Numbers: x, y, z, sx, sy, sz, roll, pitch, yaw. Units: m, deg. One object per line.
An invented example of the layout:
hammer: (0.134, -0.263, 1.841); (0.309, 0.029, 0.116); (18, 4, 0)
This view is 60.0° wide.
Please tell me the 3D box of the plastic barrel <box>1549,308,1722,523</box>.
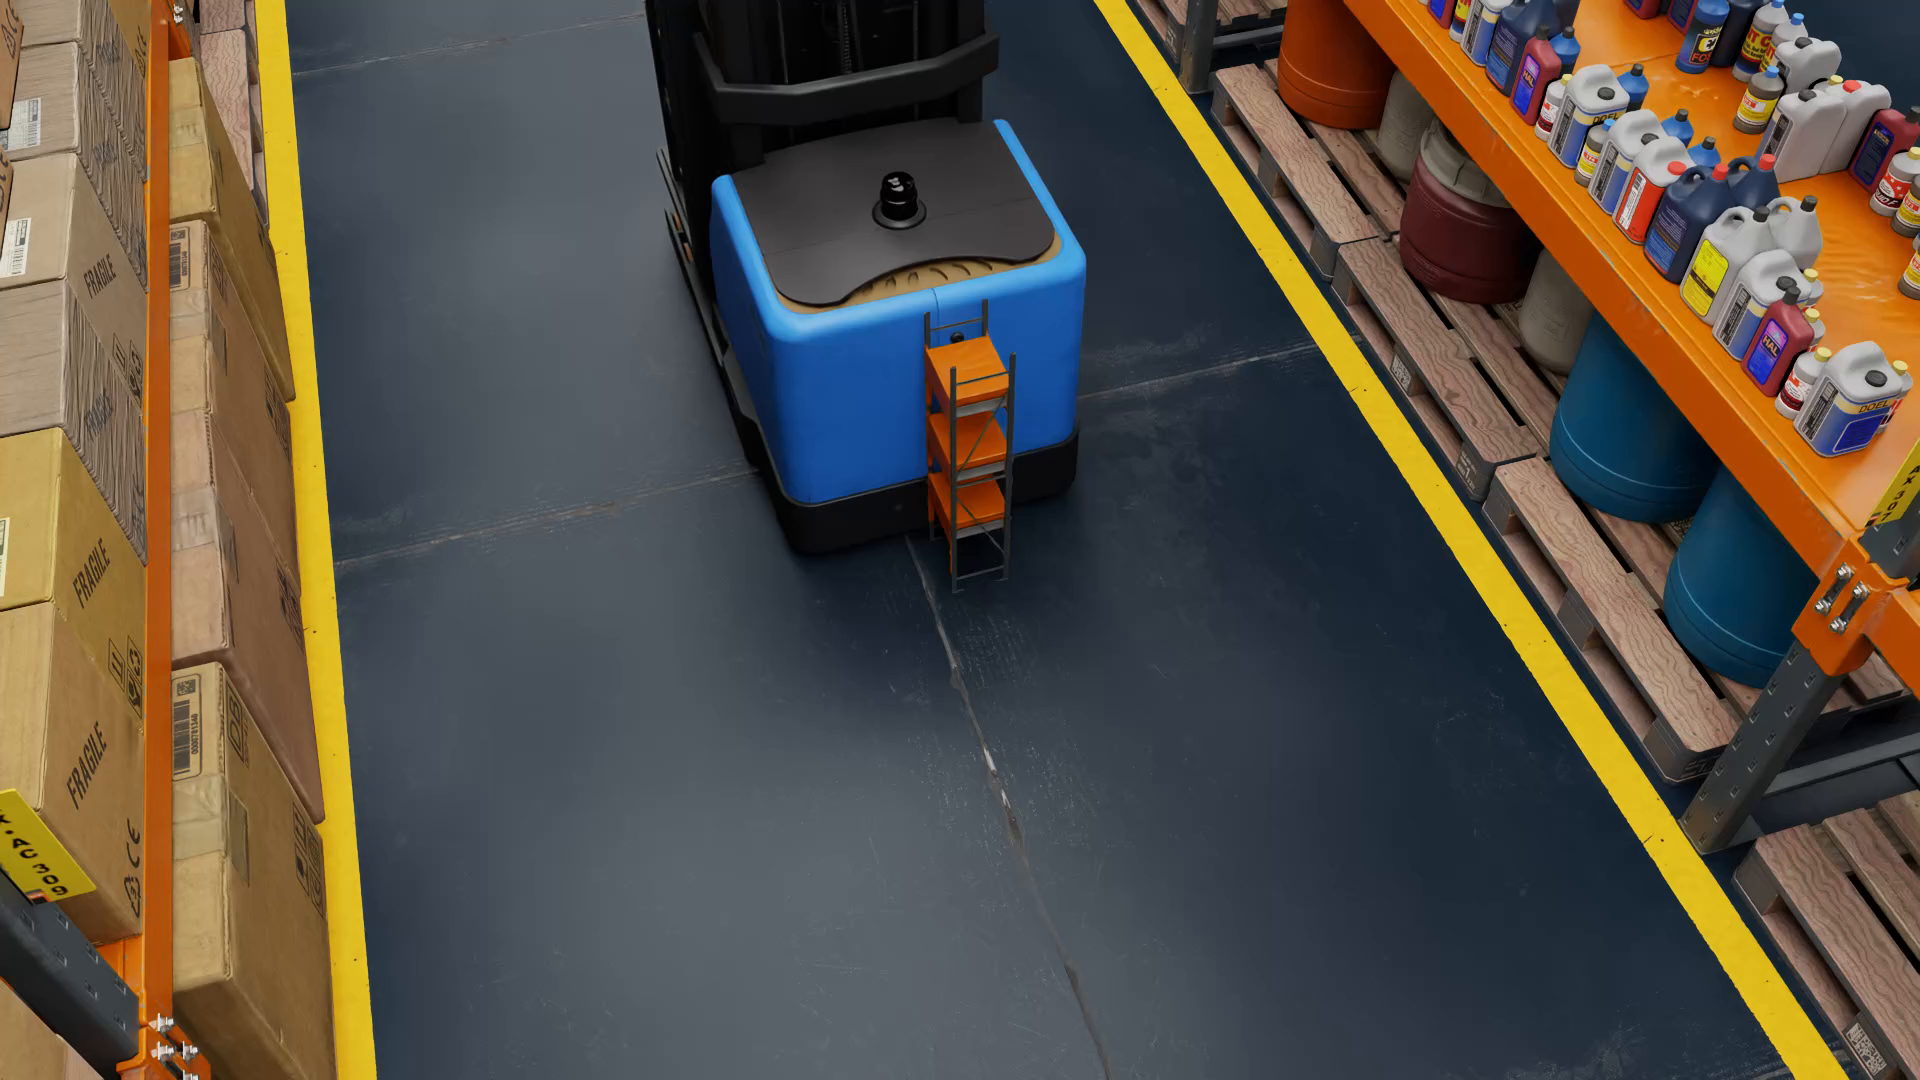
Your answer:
plastic barrel: (2.308, -0.557, 5.355); (0.600, 0.901, 0.708); (-13, 51, -11)

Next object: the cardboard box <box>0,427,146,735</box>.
cardboard box: (-2.117, 0.149, 3.597); (0.500, 0.500, 0.500); (-13, 51, -11)

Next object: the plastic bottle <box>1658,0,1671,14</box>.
plastic bottle: (2.351, -1.925, 5.444); (0.144, 0.351, 0.185); (-13, 51, -11)

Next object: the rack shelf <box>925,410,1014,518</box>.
rack shelf: (0.028, -0.264, 5.300); (0.215, 0.259, 0.240); (-14, 51, -12)

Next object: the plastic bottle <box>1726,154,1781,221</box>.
plastic bottle: (2.160, -0.928, 4.603); (0.144, 0.351, 0.185); (-13, 51, -11)

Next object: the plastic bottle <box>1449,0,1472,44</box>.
plastic bottle: (1.648, -1.736, 5.336); (0.097, 0.271, 0.097); (0, 50, 0)

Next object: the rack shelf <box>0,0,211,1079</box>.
rack shelf: (-2.661, -0.288, 4.502); (1.077, 0.370, 4.000); (-13, 51, -11)

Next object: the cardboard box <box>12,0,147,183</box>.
cardboard box: (-2.728, -1.343, 4.855); (0.500, 0.500, 0.500); (-14, 51, -11)

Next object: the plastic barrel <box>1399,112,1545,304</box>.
plastic barrel: (1.974, -1.281, 6.170); (0.600, 0.588, 0.708); (-13, 51, -11)

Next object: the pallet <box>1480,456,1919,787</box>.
pallet: (2.473, 0.146, 5.488); (1.003, 0.211, 1.213); (-13, 51, -11)

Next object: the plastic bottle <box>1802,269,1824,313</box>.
plastic bottle: (2.242, -0.639, 4.456); (0.097, 0.201, 0.097); (0, 50, 0)

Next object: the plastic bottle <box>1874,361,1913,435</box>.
plastic bottle: (2.350, -0.372, 4.232); (0.097, 0.201, 0.097); (0, 50, 0)

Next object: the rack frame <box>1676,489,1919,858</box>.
rack frame: (2.662, -0.179, 3.939); (1.000, 3.000, 0.127); (-13, 51, -11)

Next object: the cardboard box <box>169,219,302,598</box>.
cardboard box: (-2.812, -0.270, 5.131); (1.225, 0.875, 0.875); (-13, 51, -11)

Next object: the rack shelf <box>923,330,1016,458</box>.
rack shelf: (0.028, -0.447, 5.083); (0.215, 0.259, 0.240); (-14, 51, -12)

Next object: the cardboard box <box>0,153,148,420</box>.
cardboard box: (-2.422, -0.593, 4.223); (0.500, 0.500, 0.500); (-12, 51, -10)

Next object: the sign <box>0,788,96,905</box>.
sign: (-1.540, 0.509, 2.741); (0.100, 0.325, 0.005); (-13, 51, -11)

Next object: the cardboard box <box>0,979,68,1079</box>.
cardboard box: (-1.678, 0.927, 2.420); (0.500, 0.500, 0.500); (-12, 51, -10)

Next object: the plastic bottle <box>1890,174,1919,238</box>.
plastic bottle: (2.743, -0.969, 4.735); (0.097, 0.201, 0.097); (0, 50, 0)

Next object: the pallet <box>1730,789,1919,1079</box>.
pallet: (2.916, 1.248, 4.560); (1.003, 0.211, 1.213); (-13, 51, -11)

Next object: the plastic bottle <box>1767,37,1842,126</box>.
plastic bottle: (2.546, -1.409, 5.057); (0.152, 0.276, 0.135); (-13, 51, -11)

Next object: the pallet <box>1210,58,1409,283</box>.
pallet: (1.752, -1.636, 6.991); (1.003, 0.211, 1.213); (-13, 51, -11)

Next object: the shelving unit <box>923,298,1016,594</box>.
shelving unit: (0.028, -0.271, 5.292); (0.215, 1.050, 0.252); (-14, 51, -12)

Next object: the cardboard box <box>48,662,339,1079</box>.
cardboard box: (-2.278, 1.027, 4.037); (1.225, 0.875, 0.875); (-13, 51, -11)

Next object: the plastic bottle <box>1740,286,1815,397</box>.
plastic bottle: (2.124, -0.515, 4.299); (0.061, 0.283, 0.133); (-13, 51, -11)

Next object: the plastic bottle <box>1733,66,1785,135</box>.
plastic bottle: (2.433, -1.343, 5.051); (0.097, 0.201, 0.097); (0, 50, 0)

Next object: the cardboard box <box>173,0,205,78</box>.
cardboard box: (-3.646, -2.204, 6.993); (0.700, 0.500, 0.500); (-17, 52, -14)

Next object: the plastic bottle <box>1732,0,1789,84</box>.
plastic bottle: (2.509, -1.570, 5.196); (0.097, 0.271, 0.097); (0, 50, 0)

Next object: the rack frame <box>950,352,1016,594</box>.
rack frame: (0.067, -0.182, 5.217); (0.200, 1.050, 0.008); (-14, 51, -12)

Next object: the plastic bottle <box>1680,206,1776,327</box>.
plastic bottle: (2.077, -0.761, 4.462); (0.144, 0.351, 0.185); (-13, 51, -11)

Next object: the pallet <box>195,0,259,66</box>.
pallet: (-3.840, -2.543, 7.755); (1.003, 0.211, 1.213); (-13, 51, -11)

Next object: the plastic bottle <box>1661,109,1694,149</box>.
plastic bottle: (2.053, -1.128, 4.823); (0.097, 0.271, 0.097); (0, 50, 0)

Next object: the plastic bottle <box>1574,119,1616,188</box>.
plastic bottle: (1.879, -1.142, 4.881); (0.097, 0.201, 0.097); (0, 50, 0)

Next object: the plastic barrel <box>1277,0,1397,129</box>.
plastic barrel: (1.640, -2.183, 6.773); (0.600, 0.830, 0.708); (-13, 51, -11)

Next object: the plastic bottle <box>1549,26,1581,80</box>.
plastic bottle: (1.829, -1.445, 5.091); (0.097, 0.271, 0.097); (0, 50, 0)

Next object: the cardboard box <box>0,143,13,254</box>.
cardboard box: (-2.657, -0.834, 3.770); (0.797, 0.503, 0.637); (-12, 51, -10)

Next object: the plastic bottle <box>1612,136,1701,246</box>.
plastic bottle: (1.979, -0.989, 4.703); (0.152, 0.276, 0.135); (-13, 51, -11)

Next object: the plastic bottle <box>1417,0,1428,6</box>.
plastic bottle: (1.579, -1.904, 5.478); (0.097, 0.271, 0.097); (0, 50, 0)

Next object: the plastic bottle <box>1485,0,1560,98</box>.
plastic bottle: (1.751, -1.565, 5.140); (0.144, 0.351, 0.185); (-13, 51, -11)

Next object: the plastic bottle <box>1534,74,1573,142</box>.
plastic bottle: (1.810, -1.311, 5.024); (0.097, 0.201, 0.097); (0, 50, 0)

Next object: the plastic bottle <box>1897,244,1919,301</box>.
plastic bottle: (2.667, -0.765, 4.563); (0.097, 0.201, 0.097); (0, 50, 0)

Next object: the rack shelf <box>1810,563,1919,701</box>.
rack shelf: (3.253, 1.513, 2.983); (1.077, 0.370, 4.000); (-13, 51, -11)

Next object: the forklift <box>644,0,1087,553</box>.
forklift: (-0.544, -2.057, 5.567); (1.130, 2.935, 3.031); (-14, 51, -12)

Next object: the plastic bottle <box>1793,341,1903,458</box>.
plastic bottle: (2.236, -0.354, 4.168); (0.152, 0.276, 0.135); (-13, 51, -11)

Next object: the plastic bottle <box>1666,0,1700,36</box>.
plastic bottle: (2.380, -1.783, 5.368); (0.061, 0.283, 0.133); (-13, 51, -11)

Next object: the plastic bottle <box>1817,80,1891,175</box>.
plastic bottle: (2.615, -1.240, 4.914); (0.152, 0.276, 0.135); (-13, 51, -11)
